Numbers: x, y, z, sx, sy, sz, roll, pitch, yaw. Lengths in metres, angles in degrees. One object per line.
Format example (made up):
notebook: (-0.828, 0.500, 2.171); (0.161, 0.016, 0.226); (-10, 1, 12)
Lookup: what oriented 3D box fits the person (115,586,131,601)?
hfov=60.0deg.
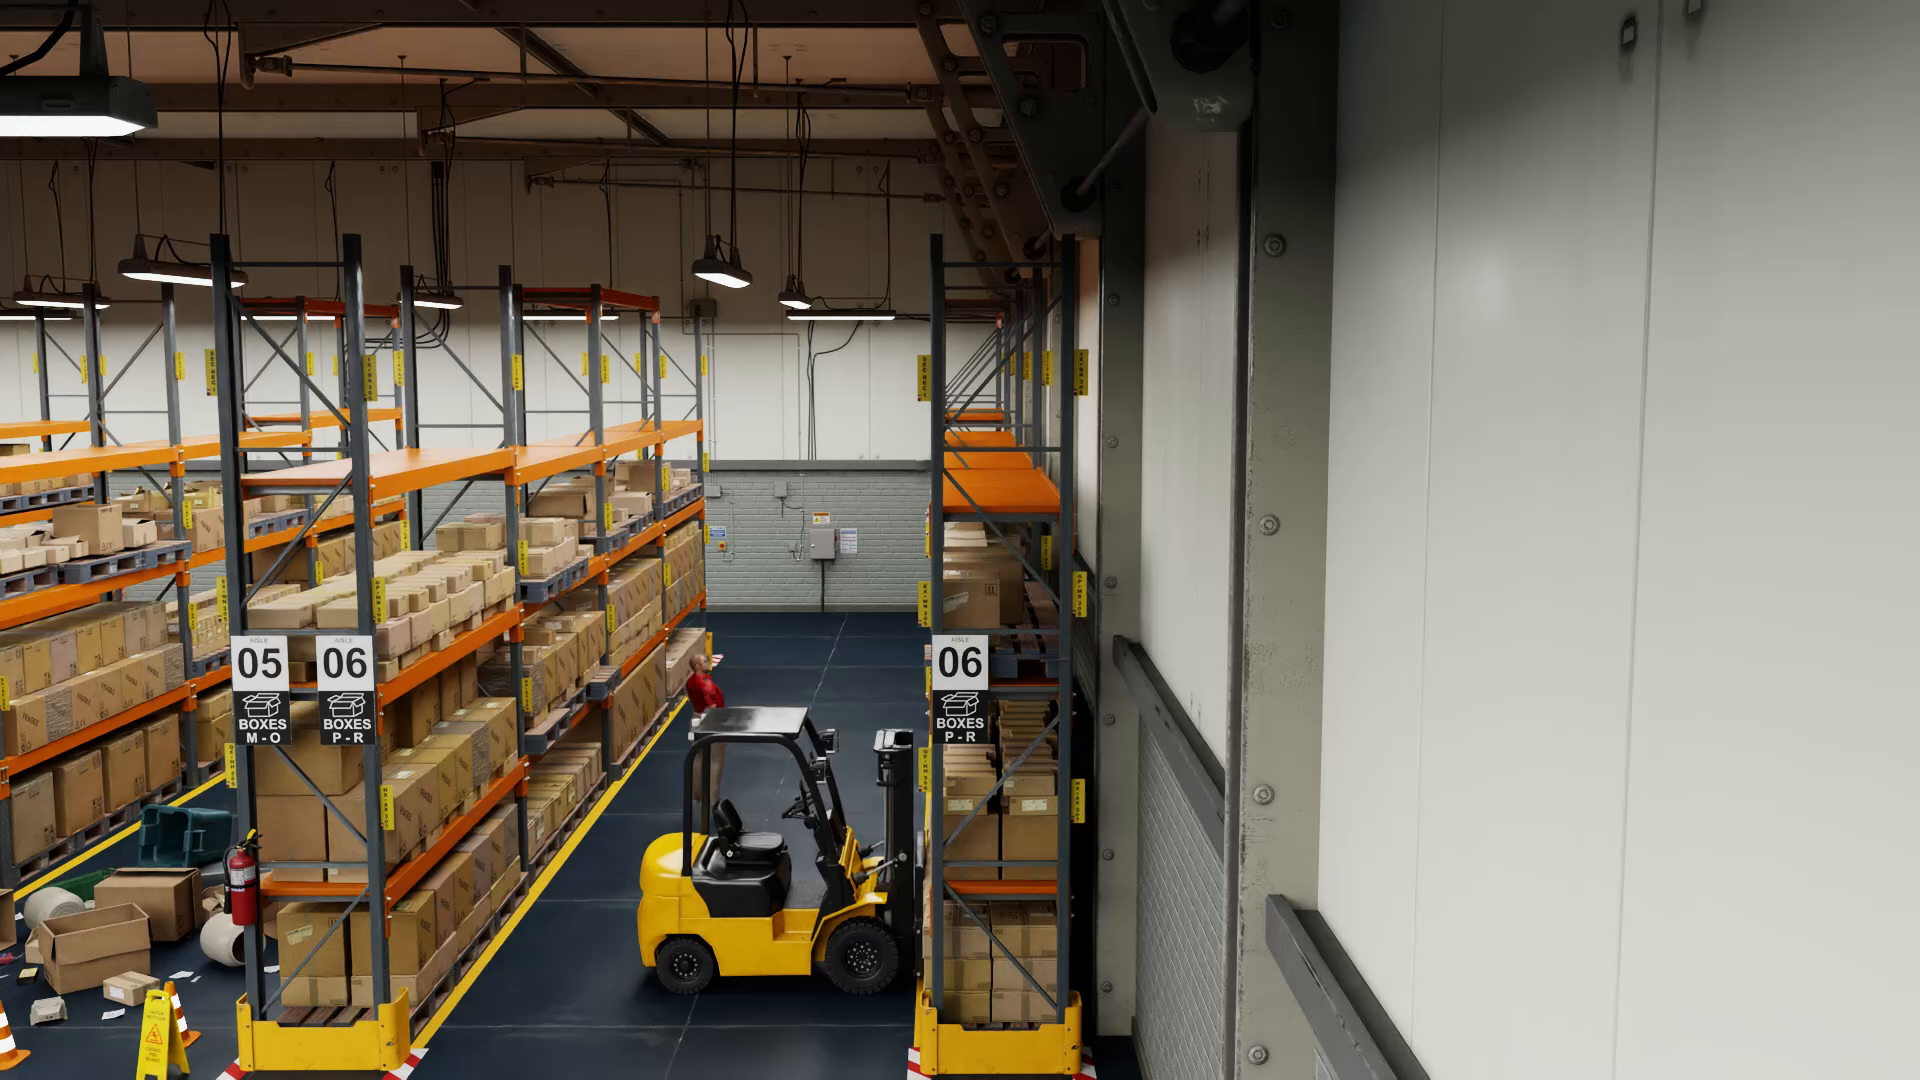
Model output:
person: (-15.575, 0.939, 30.632); (0.583, 1.707, 0.595); (-1, 6, -8)

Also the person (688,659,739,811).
person: (-2.788, 2.187, 18.819); (0.660, 1.719, 0.490); (4, 7, 31)
